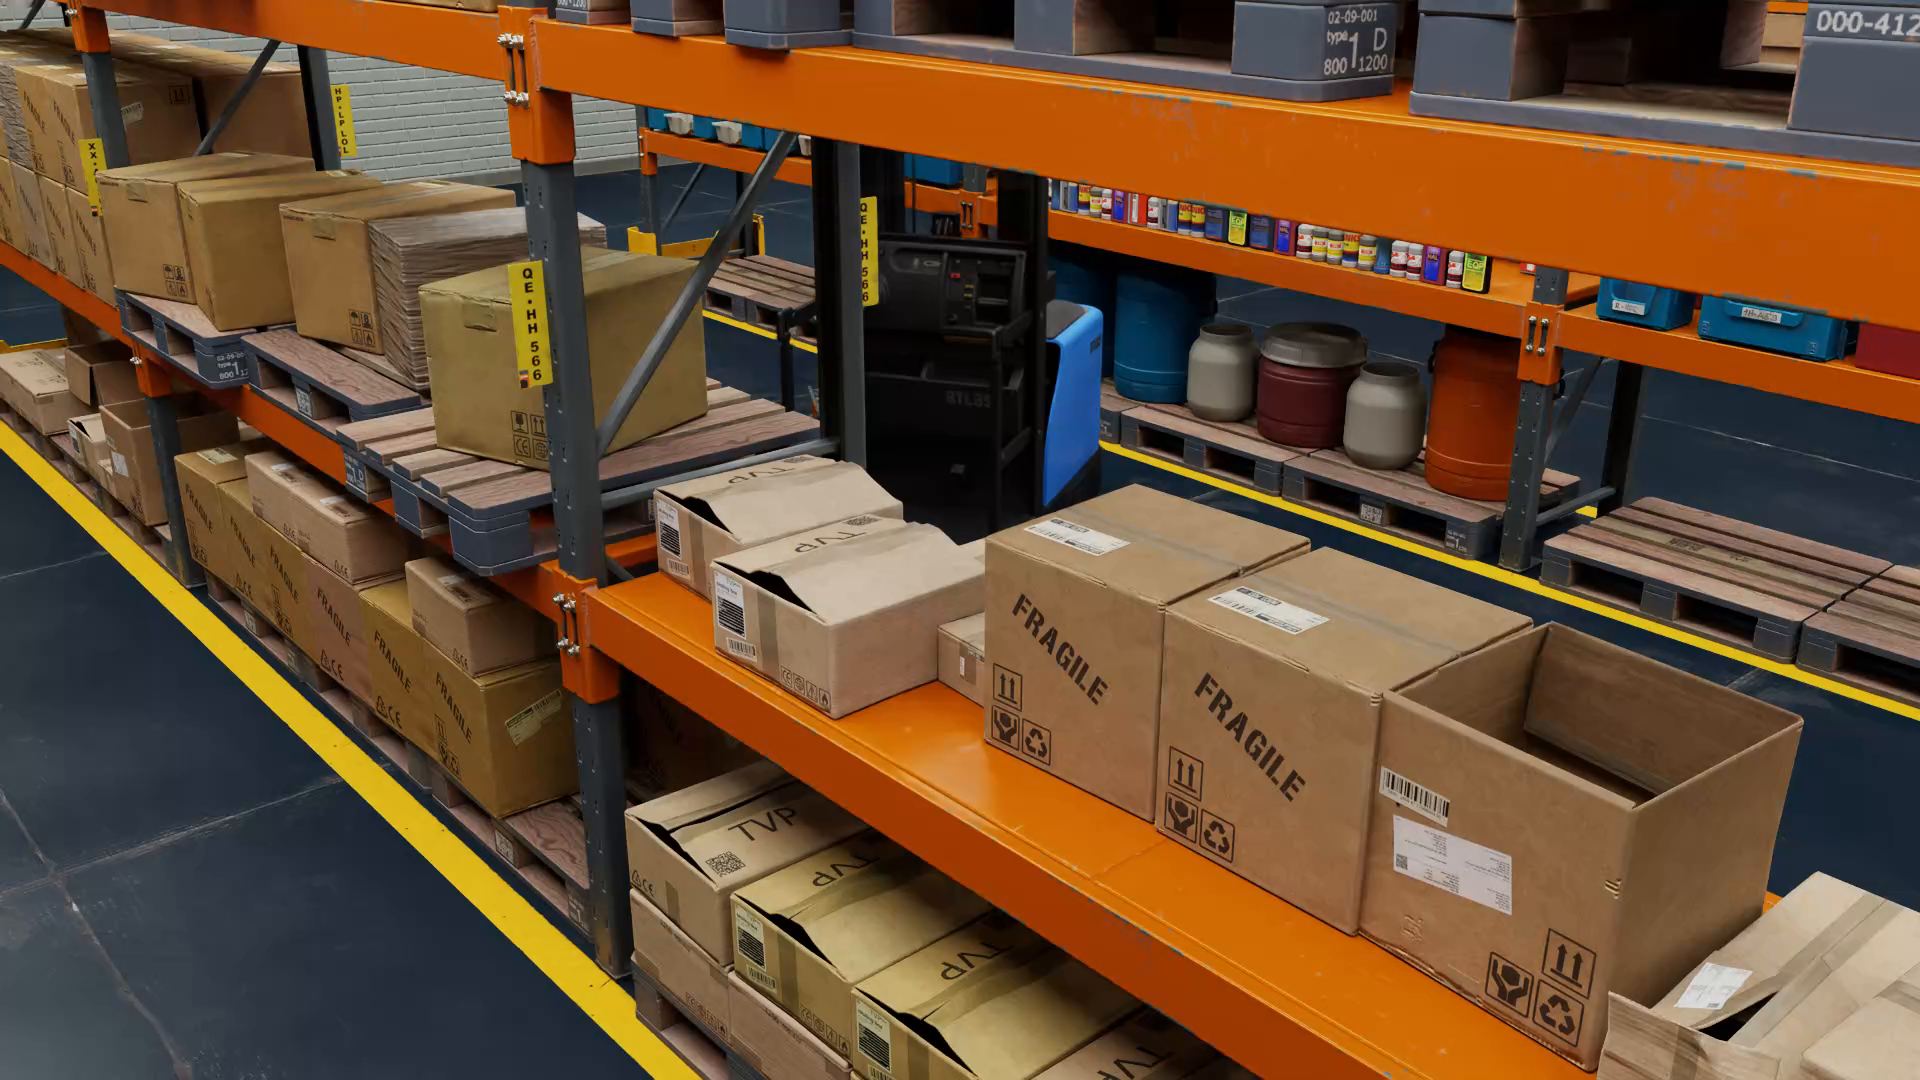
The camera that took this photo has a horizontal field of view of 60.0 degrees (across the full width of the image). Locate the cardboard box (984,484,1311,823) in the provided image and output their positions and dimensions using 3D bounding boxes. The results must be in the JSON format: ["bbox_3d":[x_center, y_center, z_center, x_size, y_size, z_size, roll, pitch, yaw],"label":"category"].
[{"bbox_3d":[0.402,0.226,3.657,0.500,0.500,0.500,-19,29,-40],"label":"cardboard box"}]

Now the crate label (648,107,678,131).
[{"bbox_3d":[-2.261,-3.379,13.146,0.416,0.233,0.303,-17,27,-37],"label":"crate label"}]

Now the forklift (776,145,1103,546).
[{"bbox_3d":[-0.221,-1.143,7.383,1.130,2.935,3.031,8,23,19],"label":"forklift"}]

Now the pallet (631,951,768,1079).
[{"bbox_3d":[-0.197,1.348,4.753,1.003,0.211,1.213,-17,27,-37],"label":"pallet"}]

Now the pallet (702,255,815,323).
[{"bbox_3d":[-1.663,-2.040,13.403,1.003,0.211,1.213,-17,27,-37],"label":"pallet"}]

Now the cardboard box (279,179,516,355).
[{"bbox_3d":[-2.116,-1.061,6.367,0.500,0.500,0.700,14,25,32],"label":"cardboard box"}]

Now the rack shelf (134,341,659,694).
[{"bbox_3d":[-2.011,-0.405,6.391,1.077,0.370,4.000,-17,27,-37],"label":"rack shelf"}]

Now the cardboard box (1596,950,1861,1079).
[{"bbox_3d":[1.193,0.781,2.561,0.396,0.266,0.258,-18,28,-39],"label":"cardboard box"}]

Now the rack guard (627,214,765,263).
[{"bbox_3d":[-2.198,-2.415,13.965,1.175,0.500,0.348,-17,27,-37],"label":"rack guard"}]

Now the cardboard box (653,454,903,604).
[{"bbox_3d":[-0.501,-0.035,4.582,0.500,0.311,0.500,-15,26,-34],"label":"cardboard box"}]

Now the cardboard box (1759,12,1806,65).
[{"bbox_3d":[5.914,-3.445,11.653,0.797,0.503,0.637,-17,27,-36],"label":"cardboard box"}]

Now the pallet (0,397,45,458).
[{"bbox_3d":[-5.357,-0.858,10.385,1.003,0.211,1.213,-17,27,-37],"label":"pallet"}]

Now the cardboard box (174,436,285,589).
[{"bbox_3d":[-3.185,-0.142,7.557,0.500,0.500,0.500,-19,28,-40],"label":"cardboard box"}]

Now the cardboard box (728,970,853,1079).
[{"bbox_3d":[-0.257,1.251,4.372,0.500,0.250,0.500,-18,28,-39],"label":"cardboard box"}]

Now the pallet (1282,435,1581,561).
[{"bbox_3d":[2.503,-0.275,8.896,1.003,0.211,1.213,-17,27,-37],"label":"pallet"}]

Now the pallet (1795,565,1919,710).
[{"bbox_3d":[4.318,0.493,6.935,1.003,0.211,1.213,-17,27,-37],"label":"pallet"}]

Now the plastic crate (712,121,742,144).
[{"bbox_3d":[-1.671,-3.038,12.408,0.250,0.136,0.298,-17,27,-37],"label":"plastic crate"}]

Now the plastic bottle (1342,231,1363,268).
[{"bbox_3d":[1.996,-1.523,8.436,0.097,0.271,0.097,0,21,0],"label":"plastic bottle"}]

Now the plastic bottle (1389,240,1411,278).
[{"bbox_3d":[2.187,-1.410,8.243,0.097,0.201,0.097,0,21,0],"label":"plastic bottle"}]

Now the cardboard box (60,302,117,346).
[{"bbox_3d":[-5.386,-1.347,10.634,0.500,0.500,0.500,-17,27,-37],"label":"cardboard box"}]

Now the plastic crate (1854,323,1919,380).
[{"bbox_3d":[3.873,-0.876,6.519,0.402,0.464,0.583,-17,27,-37],"label":"plastic crate"}]

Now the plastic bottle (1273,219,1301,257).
[{"bbox_3d":[1.716,-1.637,8.711,0.061,0.283,0.133,-17,27,-37],"label":"plastic bottle"}]

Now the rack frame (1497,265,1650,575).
[{"bbox_3d":[3.050,-1.365,7.857,1.000,3.000,0.127,-17,27,-37],"label":"rack frame"}]

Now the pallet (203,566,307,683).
[{"bbox_3d":[-2.757,0.222,7.628,1.003,0.211,1.213,-17,27,-37],"label":"pallet"}]

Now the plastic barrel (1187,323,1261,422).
[{"bbox_3d":[1.544,-0.980,9.709,0.421,0.512,0.421,0,21,0],"label":"plastic barrel"}]

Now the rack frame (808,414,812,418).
[{"bbox_3d":[-0.722,-0.590,9.973,0.240,0.006,1.200,-4,21,-11],"label":"rack frame"}]

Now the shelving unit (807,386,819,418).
[{"bbox_3d":[-0.722,-0.675,9.940,0.258,0.189,1.200,-4,21,-11],"label":"shelving unit"}]

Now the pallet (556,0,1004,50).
[{"bbox_3d":[-0.195,-1.330,3.912,1.213,0.211,1.003,-16,26,-35],"label":"pallet"}]

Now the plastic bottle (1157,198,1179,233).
[{"bbox_3d":[1.208,-1.874,9.326,0.152,0.276,0.135,-17,27,-37],"label":"plastic bottle"}]

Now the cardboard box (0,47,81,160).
[{"bbox_3d":[-4.835,-2.302,8.740,0.500,0.500,0.500,-18,28,-38],"label":"cardboard box"}]

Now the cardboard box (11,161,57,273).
[{"bbox_3d":[-4.512,-1.699,8.573,0.500,0.500,0.500,-17,27,-36],"label":"cardboard box"}]

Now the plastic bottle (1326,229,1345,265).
[{"bbox_3d":[1.933,-1.518,8.518,0.097,0.201,0.097,0,21,0],"label":"plastic bottle"}]

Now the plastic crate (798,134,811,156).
[{"bbox_3d":[-0.926,-2.785,11.761,0.293,0.136,0.466,-17,27,-37],"label":"plastic crate"}]

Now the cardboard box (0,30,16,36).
[{"bbox_3d":[-5.837,-2.724,9.818,0.500,0.500,0.500,-16,27,-36],"label":"cardboard box"}]

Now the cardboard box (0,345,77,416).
[{"bbox_3d":[-5.461,-0.966,10.005,0.500,0.250,0.500,-17,27,-37],"label":"cardboard box"}]

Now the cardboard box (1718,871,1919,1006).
[{"bbox_3d":[1.482,0.741,2.823,0.380,0.149,0.250,-17,27,-37],"label":"cardboard box"}]

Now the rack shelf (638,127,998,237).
[{"bbox_3d":[-0.867,-2.688,12.221,1.077,0.370,4.000,-17,27,-37],"label":"rack shelf"}]

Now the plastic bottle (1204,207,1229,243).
[{"bbox_3d":[1.436,-1.810,9.060,0.144,0.351,0.185,-17,27,-37],"label":"plastic bottle"}]

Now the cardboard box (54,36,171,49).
[{"bbox_3d":[-4.756,-2.571,9.426,0.500,0.500,0.500,-17,27,-36],"label":"cardboard box"}]

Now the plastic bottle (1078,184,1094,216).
[{"bbox_3d":[0.746,-2.052,9.787,0.097,0.271,0.097,0,21,0],"label":"plastic bottle"}]

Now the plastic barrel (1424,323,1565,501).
[{"bbox_3d":[2.717,-0.682,8.511,0.600,0.830,0.708,-17,27,-37],"label":"plastic barrel"}]

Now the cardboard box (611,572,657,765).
[{"bbox_3d":[-1.132,0.435,6.085,0.500,0.500,0.500,-19,28,-39],"label":"cardboard box"}]

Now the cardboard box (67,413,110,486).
[{"bbox_3d":[-4.393,-0.542,8.839,0.500,0.311,0.500,-17,27,-37],"label":"cardboard box"}]

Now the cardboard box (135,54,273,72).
[{"bbox_3d":[-3.748,-2.144,8.337,0.500,0.500,0.500,-19,28,-39],"label":"cardboard box"}]

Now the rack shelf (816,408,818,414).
[{"bbox_3d":[-0.737,-0.702,10.009,0.258,0.180,0.103,-4,21,-11],"label":"rack shelf"}]

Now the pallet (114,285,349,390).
[{"bbox_3d":[-2.877,-0.956,7.076,1.003,0.211,1.213,-17,27,-37],"label":"pallet"}]

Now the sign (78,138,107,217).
[{"bbox_3d":[-3.722,-1.564,7.178,0.100,0.325,0.005,-17,27,-37],"label":"sign"}]

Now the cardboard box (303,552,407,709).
[{"bbox_3d":[-2.178,0.283,6.473,0.500,0.500,0.500,-19,28,-39],"label":"cardboard box"}]

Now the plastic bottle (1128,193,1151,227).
[{"bbox_3d":[1.057,-1.938,9.490,0.152,0.276,0.135,-17,27,-37],"label":"plastic bottle"}]

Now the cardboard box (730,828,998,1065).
[{"bbox_3d":[-0.237,0.994,4.258,0.500,0.311,0.500,-18,28,-39],"label":"cardboard box"}]

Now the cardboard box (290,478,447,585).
[{"bbox_3d":[-2.205,-0.076,6.361,0.500,0.250,0.500,-18,28,-38],"label":"cardboard box"}]

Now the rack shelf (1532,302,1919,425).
[{"bbox_3d":[4.355,-0.478,6.577,1.077,0.370,4.000,-17,27,-37],"label":"rack shelf"}]

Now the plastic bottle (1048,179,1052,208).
[{"bbox_3d":[0.531,-2.111,10.032,0.097,0.201,0.097,0,21,0],"label":"plastic bottle"}]

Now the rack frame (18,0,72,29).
[{"bbox_3d":[-5.927,-2.397,10.492,1.000,3.000,0.127,-17,27,-37],"label":"rack frame"}]

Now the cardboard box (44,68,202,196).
[{"bbox_3d":[-3.842,-1.883,7.669,0.500,0.500,0.500,-17,27,-37],"label":"cardboard box"}]

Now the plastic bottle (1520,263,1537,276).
[{"bbox_3d":[2.897,-1.468,8.289,0.152,0.276,0.135,-17,27,-37],"label":"plastic bottle"}]

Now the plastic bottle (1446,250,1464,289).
[{"bbox_3d":[2.401,-1.319,8.012,0.097,0.201,0.097,0,21,0],"label":"plastic bottle"}]
